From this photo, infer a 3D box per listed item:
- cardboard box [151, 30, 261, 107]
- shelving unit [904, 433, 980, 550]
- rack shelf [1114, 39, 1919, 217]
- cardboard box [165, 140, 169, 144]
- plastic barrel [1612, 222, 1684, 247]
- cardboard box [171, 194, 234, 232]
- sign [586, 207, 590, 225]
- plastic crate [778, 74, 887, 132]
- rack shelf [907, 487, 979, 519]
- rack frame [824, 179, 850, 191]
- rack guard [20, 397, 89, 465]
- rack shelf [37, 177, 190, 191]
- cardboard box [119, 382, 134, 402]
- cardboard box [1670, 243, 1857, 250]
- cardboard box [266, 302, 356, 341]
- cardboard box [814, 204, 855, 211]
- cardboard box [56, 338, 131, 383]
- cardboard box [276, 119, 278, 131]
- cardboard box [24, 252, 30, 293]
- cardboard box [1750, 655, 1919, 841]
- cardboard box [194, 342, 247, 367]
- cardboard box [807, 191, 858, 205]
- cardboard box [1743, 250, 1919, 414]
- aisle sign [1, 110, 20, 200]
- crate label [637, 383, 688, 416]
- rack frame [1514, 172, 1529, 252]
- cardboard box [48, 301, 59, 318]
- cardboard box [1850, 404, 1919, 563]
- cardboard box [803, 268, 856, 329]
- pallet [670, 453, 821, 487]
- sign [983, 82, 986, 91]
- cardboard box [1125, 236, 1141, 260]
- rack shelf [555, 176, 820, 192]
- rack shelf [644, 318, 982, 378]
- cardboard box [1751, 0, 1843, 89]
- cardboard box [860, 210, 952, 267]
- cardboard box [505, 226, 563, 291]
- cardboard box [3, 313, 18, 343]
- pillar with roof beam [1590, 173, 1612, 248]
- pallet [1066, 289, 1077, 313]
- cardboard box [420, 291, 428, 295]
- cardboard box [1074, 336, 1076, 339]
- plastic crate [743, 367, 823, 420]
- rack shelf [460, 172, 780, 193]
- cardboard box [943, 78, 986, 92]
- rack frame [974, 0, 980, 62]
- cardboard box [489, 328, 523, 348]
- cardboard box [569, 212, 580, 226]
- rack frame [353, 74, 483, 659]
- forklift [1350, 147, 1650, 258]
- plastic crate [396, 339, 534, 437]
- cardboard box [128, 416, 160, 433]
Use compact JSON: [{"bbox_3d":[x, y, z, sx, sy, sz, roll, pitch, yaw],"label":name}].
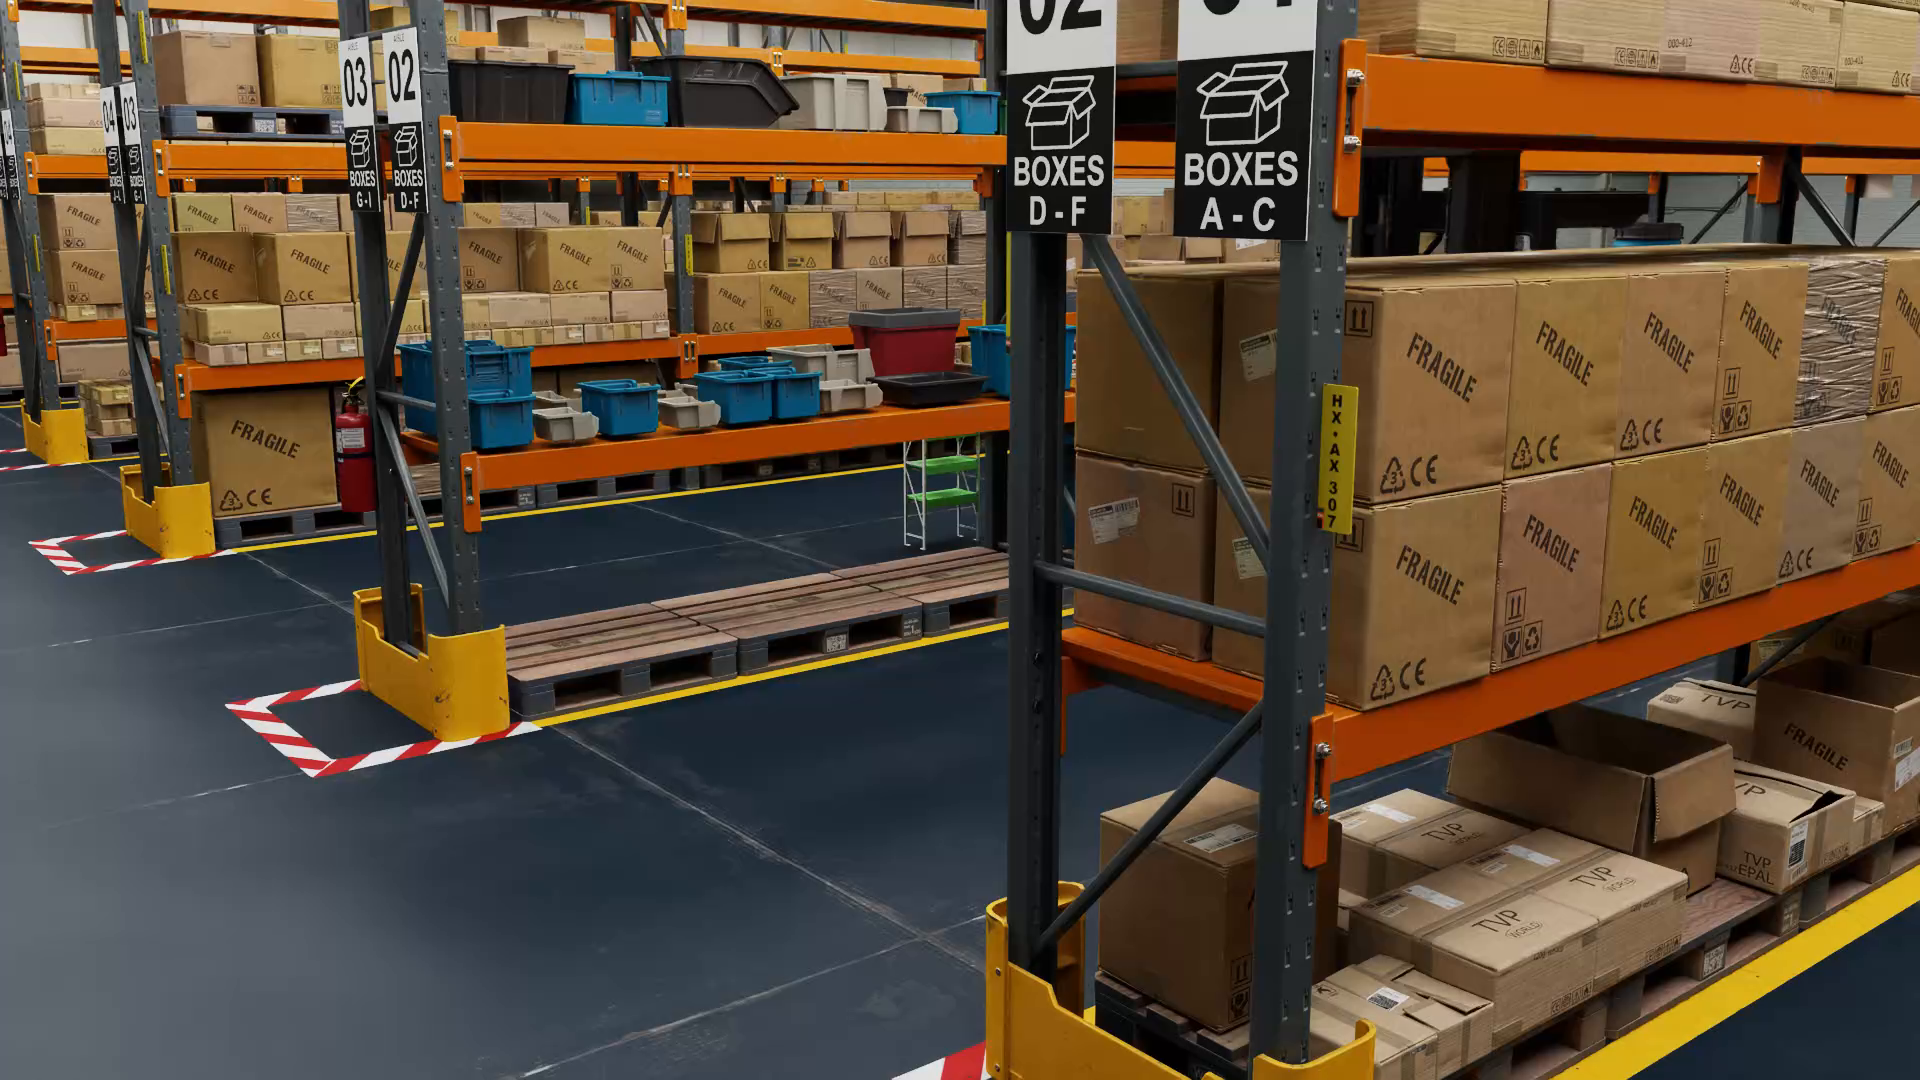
[{"bbox_3d":[-5.324,-3.297,11.718,0.500,0.500,0.700,-11,16,-41],"label":"cardboard box"},{"bbox_3d":[-0.129,-0.565,11.903,0.503,1.200,0.258,-9,15,-38],"label":"shelving unit"},{"bbox_3d":[2.051,-1.218,5.151,4.000,0.370,1.077,-9,15,-38],"label":"rack shelf"},{"bbox_3d":[-7.792,-3.746,15.687,0.500,0.250,0.500,-9,15,-36],"label":"cardboard box"},{"bbox_3d":[6.277,-2.448,15.228,0.708,0.901,0.600,-9,15,-38],"label":"plastic barrel"},{"bbox_3d":[-7.390,-3.097,16.126,0.500,0.500,0.500,-10,15,-39],"label":"cardboard box"},{"bbox_3d":[-5.291,-4.572,23.651,0.005,0.325,0.100,-9,15,-38],"label":"sign"},{"bbox_3d":[-0.679,-2.293,8.771,0.530,0.282,0.437,-9,15,-38],"label":"plastic crate"},{"bbox_3d":[-0.129,-0.268,11.966,0.480,0.148,0.258,-9,15,-38],"label":"rack shelf"},{"bbox_3d":[-2.498,-5.938,32.871,0.127,3.000,1.000,-9,15,-38],"label":"rack frame"},{"bbox_3d":[-8.657,-1.055,15.891,0.348,0.500,1.175,-9,15,-38],"label":"rack guard"},{"bbox_3d":[-13.430,-5.237,24.079,4.000,0.370,1.077,-9,15,-38],"label":"rack shelf"},{"bbox_3d":[-7.955,-1.437,16.097,0.250,0.149,0.380,-9,15,-37],"label":"cardboard box"},{"bbox_3d":[3.069,-0.884,6.423,0.500,0.500,0.500,-9,15,-36],"label":"cardboard box"},{"bbox_3d":[-4.752,-1.609,12.129,0.500,0.250,0.500,-10,15,-38],"label":"cardboard box"},{"bbox_3d":[-1.719,-3.966,20.937,0.500,0.500,0.700,-10,15,-38],"label":"cardboard box"},{"bbox_3d":[-10.725,-2.231,20.572,0.875,0.438,0.875,-9,15,-36],"label":"cardboard box"},{"bbox_3d":[-7.008,-4.118,16.237,0.500,0.250,0.500,-10,16,-40],"label":"cardboard box"},{"bbox_3d":[-10.956,-3.192,19.699,0.500,0.500,0.500,-10,15,-38],"label":"cardboard box"},{"bbox_3d":[3.345,0.766,6.259,0.500,0.500,0.500,-9,15,-38],"label":"cardboard box"},{"bbox_3d":[-5.213,-1.319,11.726,0.250,0.149,0.380,-9,15,-37],"label":"cardboard box"},{"bbox_3d":[-2.038,-5.320,26.596,0.500,0.500,0.700,-10,15,-38],"label":"cardboard box"},{"bbox_3d":[2.981,-0.725,5.674,0.500,0.500,0.500,-10,15,-39],"label":"cardboard box"},{"bbox_3d":[-8.586,-3.481,15.042,0.004,0.787,0.394,-9,15,-38],"label":"aisle sign"},{"bbox_3d":[-1.641,-0.757,8.964,0.243,0.136,0.396,-9,15,-38],"label":"crate label"},{"bbox_3d":[6.797,-3.526,21.512,0.127,3.000,1.000,-9,15,-38],"label":"rack frame"},{"bbox_3d":[-8.638,-2.233,16.027,0.250,0.149,0.380,-9,15,-38],"label":"cardboard box"},{"bbox_3d":[2.981,-0.237,5.782,0.500,0.500,0.500,-9,15,-36],"label":"cardboard box"},{"bbox_3d":[-1.275,-2.167,14.872,0.500,0.500,0.500,-10,15,-39],"label":"cardboard box"},{"bbox_3d":[-2.018,-0.717,14.998,1.213,0.211,1.003,-9,15,-38],"label":"pallet"},{"bbox_3d":[0.179,-2.727,10.505,0.005,0.325,0.100,-9,15,-38],"label":"sign"},{"bbox_3d":[2.196,-4.159,24.131,0.500,0.550,0.875,-9,15,-38],"label":"cardboard box"},{"bbox_3d":[-4.079,-5.470,25.179,4.000,0.370,1.077,-9,15,-38],"label":"rack shelf"},{"bbox_3d":[-1.012,-1.876,15.476,4.000,0.370,1.077,-9,15,-38],"label":"rack shelf"},{"bbox_3d":[2.223,-1.456,4.903,0.500,0.250,0.500,-9,15,-38],"label":"cardboard box"},{"bbox_3d":[-0.542,-2.851,15.679,0.637,0.503,0.797,-9,15,-36],"label":"cardboard box"},{"bbox_3d":[-3.496,-2.325,13.694,0.500,0.500,0.500,-9,15,-38],"label":"cardboard box"},{"bbox_3d":[-13.763,-3.013,24.104,0.500,0.500,0.700,-9,15,-35],"label":"cardboard box"},{"bbox_3d":[22.511,-12.123,47.555,0.548,9.000,9.100,-9,15,-38],"label":"pillar with roof beam"},{"bbox_3d":[1.040,-2.504,17.160,1.003,0.211,1.213,-9,15,-38],"label":"pallet"},{"bbox_3d":[-4.286,-1.828,13.161,0.500,0.250,0.500,-9,15,-38],"label":"cardboard box"},{"bbox_3d":[1.462,-2.009,17.524,0.500,0.250,0.500,-7,14,-31],"label":"cardboard box"},{"bbox_3d":[-0.942,-0.782,8.850,0.300,0.233,0.416,-9,15,-38],"label":"plastic crate"},{"bbox_3d":[-4.031,-4.161,19.015,4.000,0.370,1.077,-9,15,-38],"label":"rack shelf"},{"bbox_3d":[0.119,-4.120,15.830,0.637,0.503,0.797,-8,15,-34],"label":"cardboard box"},{"bbox_3d":[0.606,-8.068,28.459,0.127,3.000,1.000,-9,15,-38],"label":"rack frame"},{"bbox_3d":[-3.610,-1.586,12.983,0.250,0.149,0.380,-10,15,-39],"label":"cardboard box"},{"bbox_3d":[-5.459,-4.599,24.598,0.500,0.500,0.500,-10,16,-39],"label":"cardboard box"},{"bbox_3d":[-2.603,-0.646,7.952,0.127,3.000,1.000,-9,15,-38],"label":"rack frame"},{"bbox_3d":[2.906,-0.836,9.011,3.031,2.935,1.130,-6,13,-26],"label":"forklift"},{"bbox_3d":[-2.458,-0.767,8.289,0.499,0.435,0.616,-9,15,-38],"label":"plastic crate"},{"bbox_3d":[-7.954,-1.142,16.136,0.250,0.149,0.380,-10,15,-38],"label":"cardboard box"}]
